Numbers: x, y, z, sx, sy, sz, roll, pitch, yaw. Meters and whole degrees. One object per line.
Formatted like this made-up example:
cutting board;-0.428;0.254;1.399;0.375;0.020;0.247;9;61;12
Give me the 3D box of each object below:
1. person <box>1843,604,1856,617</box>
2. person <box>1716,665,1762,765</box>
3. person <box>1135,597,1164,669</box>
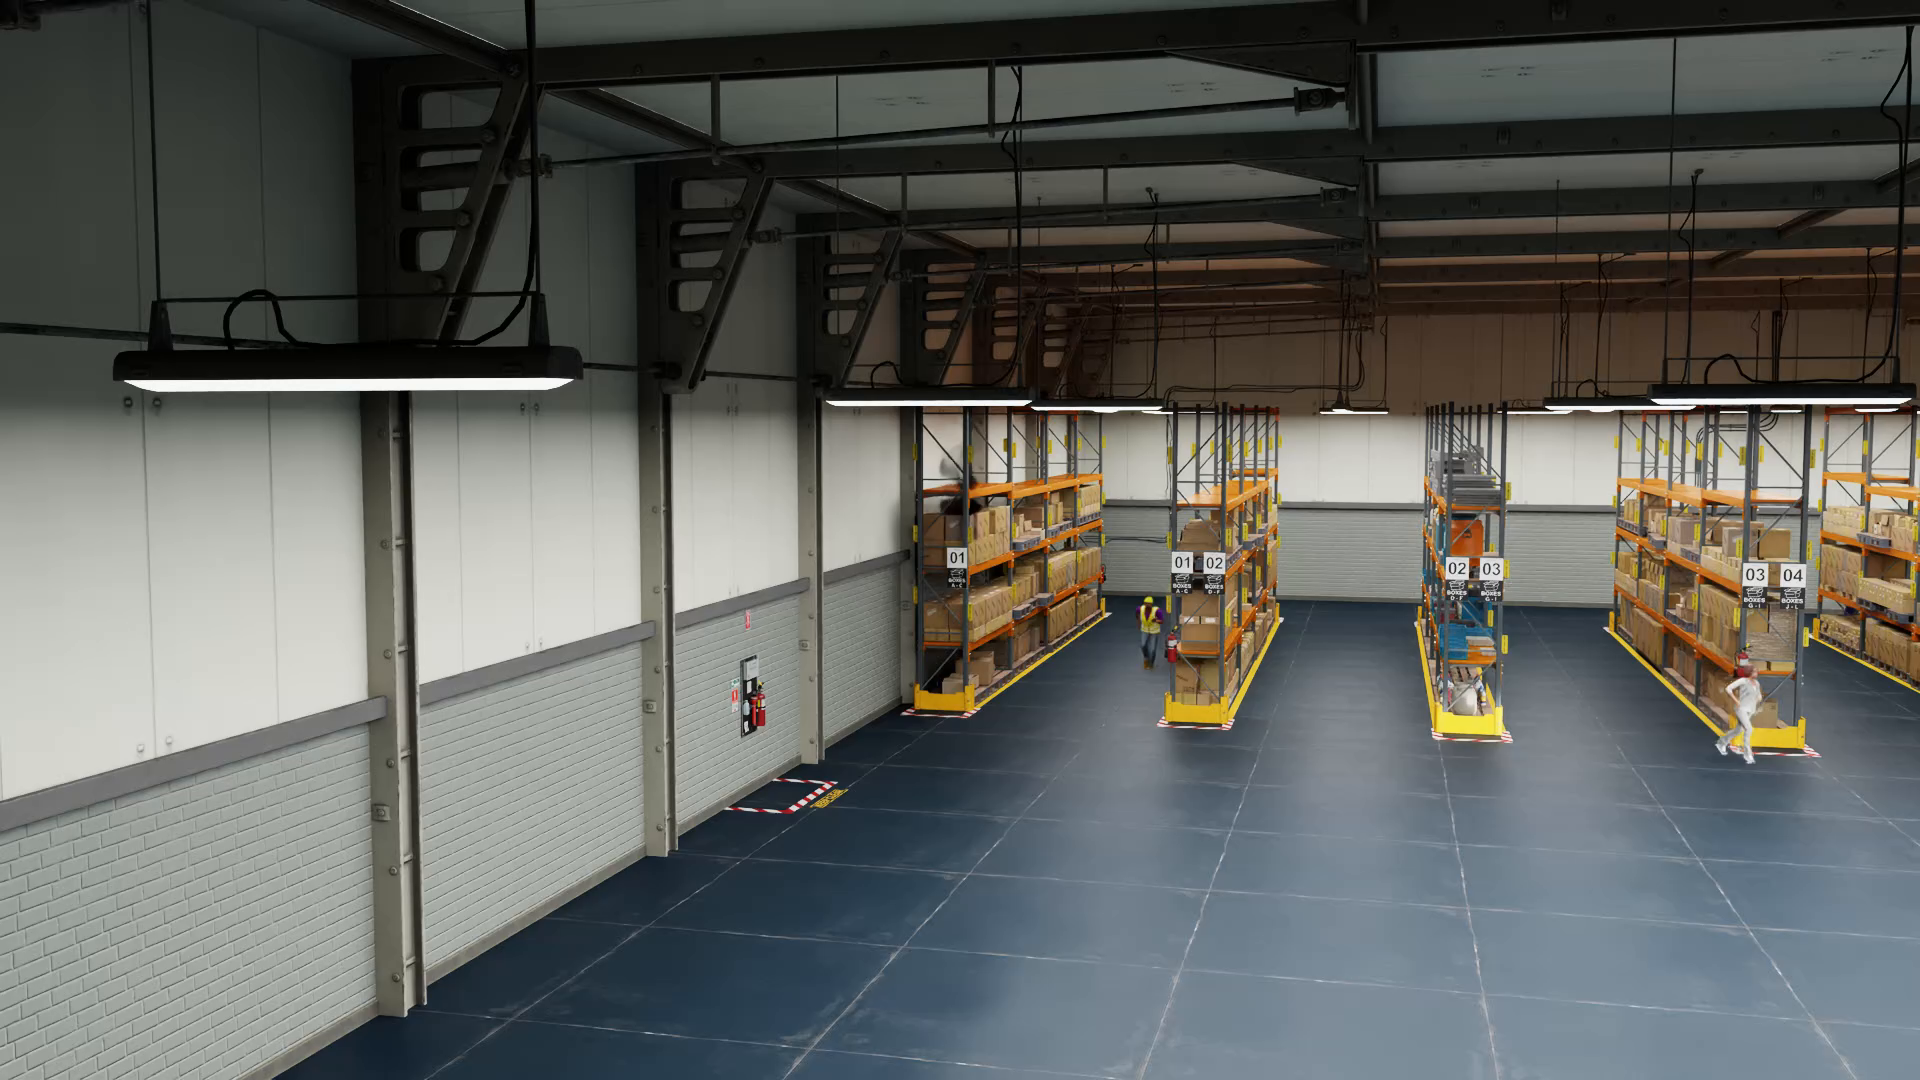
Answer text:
person;23.563;1.698;43.800;0.581;1.603;0.665;3;5;33
person;13.121;2.882;27.825;0.535;1.605;0.788;-2;5;-28
person;4.258;2.091;37.451;0.682;1.679;0.878;1;4;14
